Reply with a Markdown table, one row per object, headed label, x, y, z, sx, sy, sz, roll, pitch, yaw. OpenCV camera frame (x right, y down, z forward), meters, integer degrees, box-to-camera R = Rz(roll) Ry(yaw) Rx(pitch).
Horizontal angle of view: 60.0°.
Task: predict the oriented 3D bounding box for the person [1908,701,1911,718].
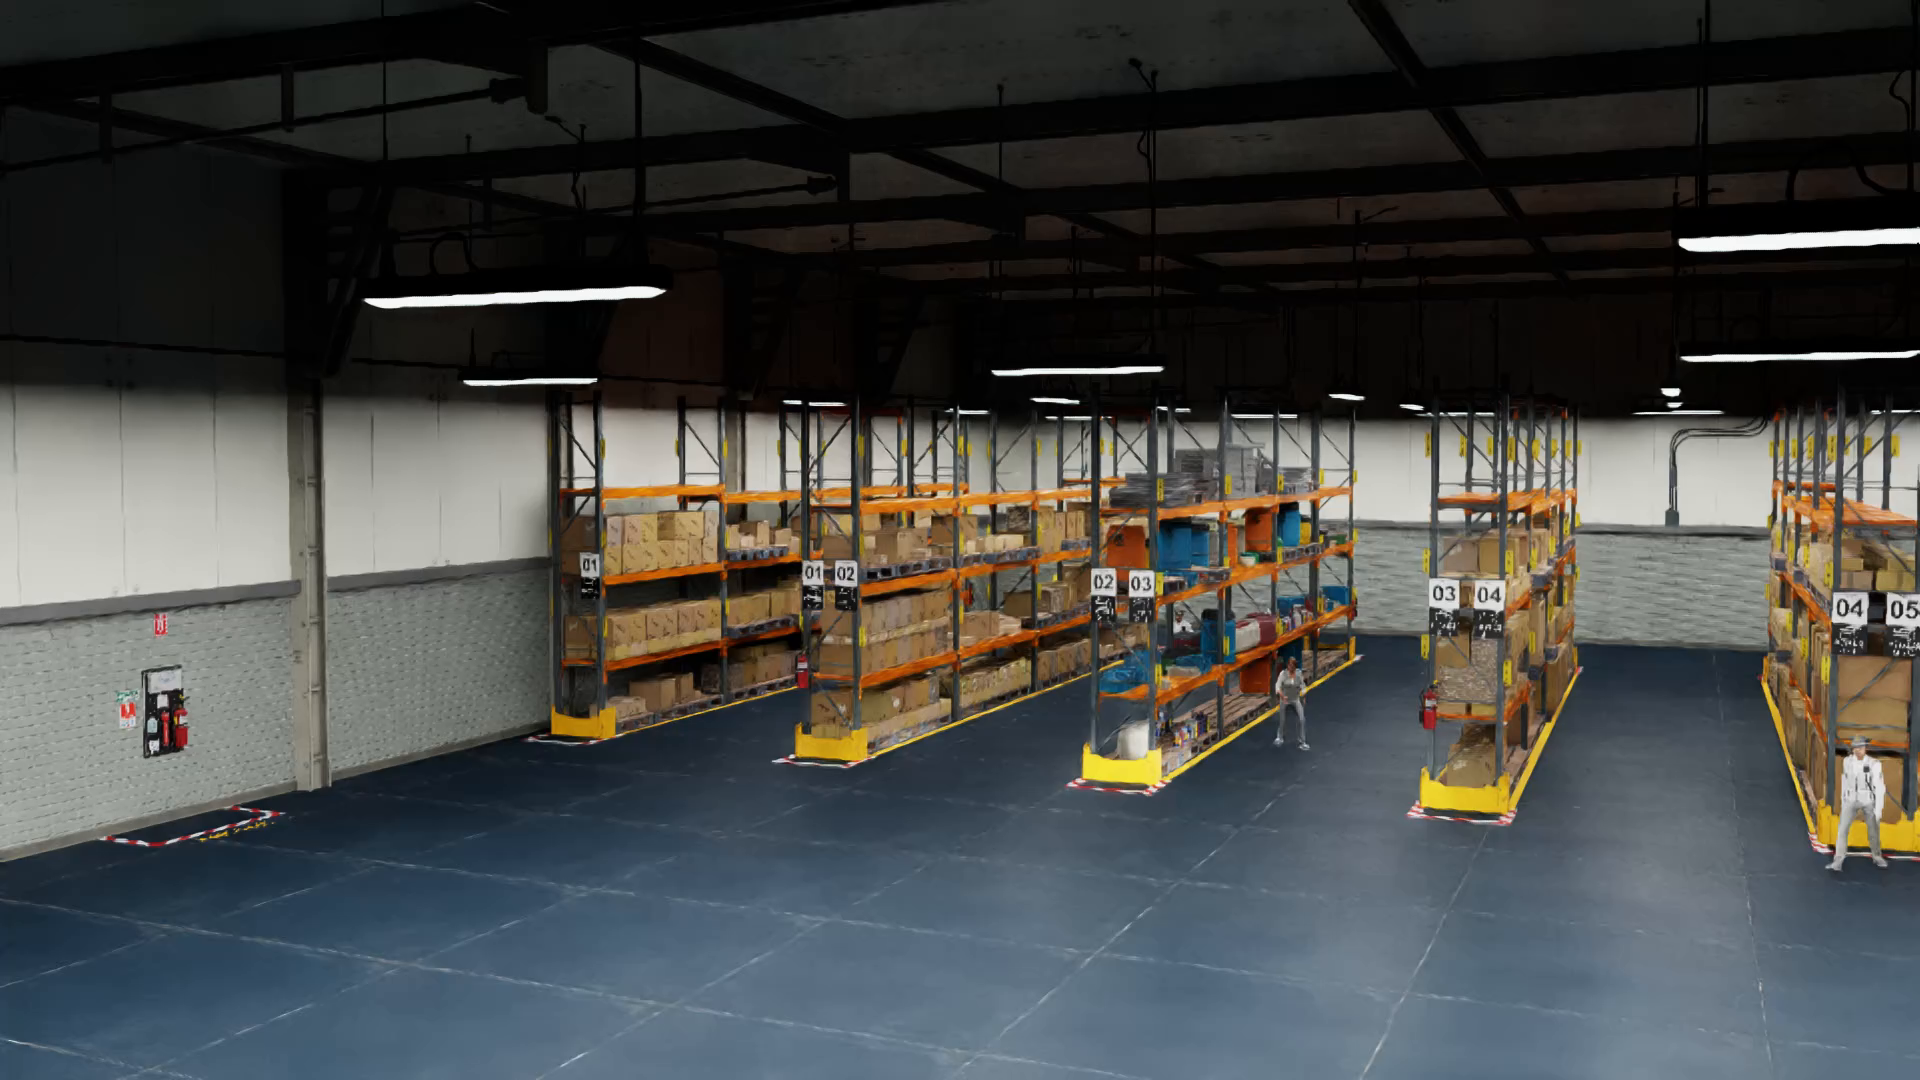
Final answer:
| label | x | y | z | sx | sy | sz | roll | pitch | yaw |
| --- | --- | --- | --- | --- | --- | --- | --- | --- | --- |
| person | 17.564 | 2.418 | 30.879 | 0.450 | 1.731 | 0.589 | 0 | 3 | -8 |

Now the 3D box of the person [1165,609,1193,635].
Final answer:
| label | x | y | z | sx | sy | sz | roll | pitch | yaw |
| --- | --- | --- | --- | --- | --- | --- | --- | --- | --- |
| person | 4.650 | 2.251 | 35.182 | 0.639 | 1.631 | 0.508 | 1 | 3 | 22 |

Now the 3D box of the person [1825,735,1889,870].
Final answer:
| label | x | y | z | sx | sy | sz | roll | pitch | yaw |
| --- | --- | --- | --- | --- | --- | --- | --- | --- | --- |
| person | 10.661 | 3.098 | 19.682 | 0.930 | 1.623 | 0.524 | -3 | 4 | -43 |

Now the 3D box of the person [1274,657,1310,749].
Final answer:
| label | x | y | z | sx | sy | sz | roll | pitch | yaw |
| --- | --- | --- | --- | --- | --- | --- | --- | --- | --- |
| person | 5.532 | 2.692 | 27.769 | 0.569 | 1.530 | 0.774 | 0 | 3 | 5 |
